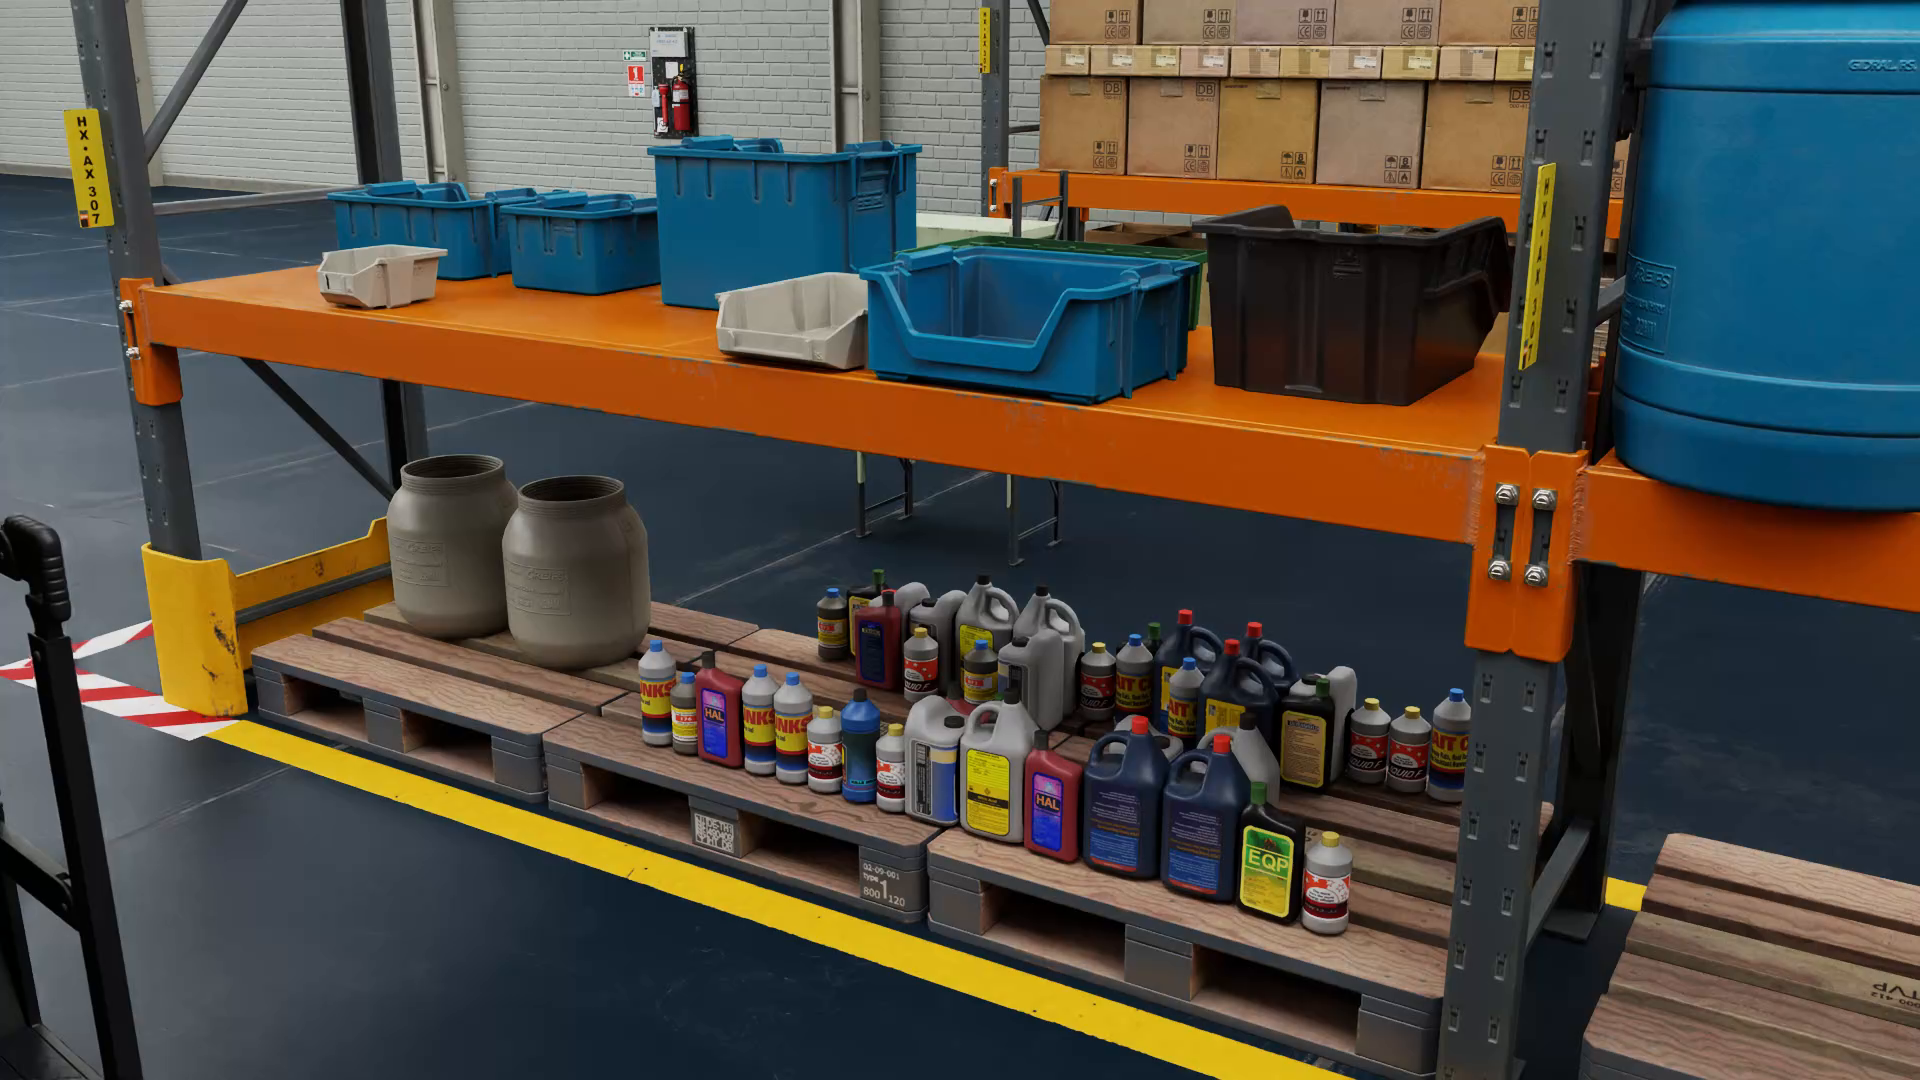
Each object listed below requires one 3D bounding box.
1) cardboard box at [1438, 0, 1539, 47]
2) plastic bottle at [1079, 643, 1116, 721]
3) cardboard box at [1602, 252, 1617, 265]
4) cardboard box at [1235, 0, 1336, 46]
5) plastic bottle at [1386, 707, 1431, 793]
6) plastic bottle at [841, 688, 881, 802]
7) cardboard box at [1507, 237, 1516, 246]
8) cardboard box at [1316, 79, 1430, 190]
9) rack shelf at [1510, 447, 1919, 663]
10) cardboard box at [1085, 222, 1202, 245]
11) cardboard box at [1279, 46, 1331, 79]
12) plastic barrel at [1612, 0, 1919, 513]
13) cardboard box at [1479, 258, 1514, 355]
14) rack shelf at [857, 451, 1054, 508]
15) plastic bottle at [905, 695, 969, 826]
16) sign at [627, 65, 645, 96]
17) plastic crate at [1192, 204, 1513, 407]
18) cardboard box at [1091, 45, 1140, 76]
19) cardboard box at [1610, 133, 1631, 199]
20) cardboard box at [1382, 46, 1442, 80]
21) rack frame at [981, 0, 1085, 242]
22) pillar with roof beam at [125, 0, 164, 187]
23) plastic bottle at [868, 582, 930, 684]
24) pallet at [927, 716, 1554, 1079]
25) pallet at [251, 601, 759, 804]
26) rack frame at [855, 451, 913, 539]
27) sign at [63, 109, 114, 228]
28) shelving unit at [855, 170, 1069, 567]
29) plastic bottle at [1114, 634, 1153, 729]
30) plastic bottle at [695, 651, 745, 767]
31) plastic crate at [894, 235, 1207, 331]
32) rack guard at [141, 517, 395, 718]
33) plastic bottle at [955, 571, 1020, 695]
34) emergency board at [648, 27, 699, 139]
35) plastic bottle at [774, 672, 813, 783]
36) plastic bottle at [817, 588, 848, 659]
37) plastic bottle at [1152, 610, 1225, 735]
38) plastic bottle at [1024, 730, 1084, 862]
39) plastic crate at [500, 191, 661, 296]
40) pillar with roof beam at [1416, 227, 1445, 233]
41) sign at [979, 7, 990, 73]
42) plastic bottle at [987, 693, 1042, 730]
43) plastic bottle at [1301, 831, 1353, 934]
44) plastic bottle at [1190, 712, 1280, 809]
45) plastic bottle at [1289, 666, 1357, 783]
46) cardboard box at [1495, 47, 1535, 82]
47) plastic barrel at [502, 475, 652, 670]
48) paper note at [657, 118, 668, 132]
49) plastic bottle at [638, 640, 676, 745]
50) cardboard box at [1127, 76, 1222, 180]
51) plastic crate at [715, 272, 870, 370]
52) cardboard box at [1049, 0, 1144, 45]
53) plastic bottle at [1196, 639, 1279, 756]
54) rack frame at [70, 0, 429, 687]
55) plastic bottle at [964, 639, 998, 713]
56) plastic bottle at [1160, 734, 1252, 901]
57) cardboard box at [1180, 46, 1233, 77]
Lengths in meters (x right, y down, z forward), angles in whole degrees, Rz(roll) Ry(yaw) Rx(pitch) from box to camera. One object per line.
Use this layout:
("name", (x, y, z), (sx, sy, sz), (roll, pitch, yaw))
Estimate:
("cardboard box", (2.593, -2.559, 7.741), (0.500, 0.500, 0.700), (10, 20, 30))
("plastic bottle", (0.376, 0.380, 4.528), (0.097, 0.201, 0.097), (0, 17, 0))
("cardboard box", (3.170, -1.138, 8.185), (0.500, 0.500, 0.500), (10, 20, 30))
("cardboard box", (1.741, -2.712, 8.243), (0.500, 0.500, 0.700), (10, 20, 30))
("plastic bottle", (1.108, 0.510, 4.098), (0.097, 0.201, 0.097), (0, 17, 0))
("plastic bottle", (-0.240, 0.492, 4.038), (0.097, 0.271, 0.097), (0, 17, 0))
("cardboard box", (4.041, -2.217, 12.889), (0.500, 0.311, 0.500), (12, 21, 35))
("cardboard box", (2.135, -2.019, 8.195), (0.500, 0.500, 0.700), (11, 20, 32))
("rack shelf", (2.941, 0.203, 2.290), (4.000, 0.370, 1.077), (10, 20, 30))
("cardboard box", (1.036, -1.517, 9.431), (0.500, 0.500, 0.500), (10, 20, 30))
("cardboard box", (1.744, -2.330, 8.103), (0.250, 0.149, 0.380), (10, 19, 29))
("plastic barrel", (1.407, -0.552, 2.674), (0.708, 0.901, 0.600), (10, 20, 30))
("cardboard box", (2.474, -1.086, 8.015), (0.500, 0.500, 0.500), (10, 20, 30))
("rack shelf", (-0.006, -0.407, 6.761), (0.720, 0.370, 0.431), (10, 20, 30))
("plastic bottle", (-0.038, 0.516, 3.949), (0.135, 0.276, 0.152), (11, 20, 31))
("sign", (-3.554, -5.040, 18.252), (0.234, 0.329, 0.001), (10, 20, 30))
("plastic crate", (0.857, -0.527, 3.562), (0.504, 0.338, 0.767), (10, 20, 30))
("cardboard box", (0.871, -2.486, 8.616), (0.250, 0.149, 0.380), (10, 19, 29))
("cardboard box", (2.998, -1.864, 7.686), (0.500, 0.500, 0.700), (10, 20, 29))
("cardboard box", (2.179, -2.252, 7.844), (0.250, 0.149, 0.380), (11, 20, 32))
("rack frame", (0.423, -2.280, 9.227), (0.127, 3.000, 1.000), (10, 20, 30))
("pillar with roof beam", (-13.529, -8.158, 18.254), (0.400, 9.000, 9.100), (10, 20, 30))
("plastic bottle", (-0.177, 0.255, 4.812), (0.135, 0.276, 0.152), (10, 20, 30))
("pallet", (0.686, 0.776, 3.963), (1.213, 0.211, 1.003), (10, 20, 30))
("pallet", (-1.393, 0.405, 5.185), (1.213, 0.211, 1.003), (10, 20, 30))
("rack frame", (-0.318, -0.774, 6.850), (0.023, 1.500, 0.400), (10, 20, 30))
("sign", (-2.464, -1.051, 4.704), (0.005, 0.325, 0.100), (10, 20, 30))
("shelving unit", (-0.006, -0.719, 6.667), (0.755, 1.500, 0.431), (10, 20, 30))
("plastic bottle", (0.460, 0.382, 4.400), (0.097, 0.271, 0.097), (0, 17, 0))
("plastic bottle", (-0.607, 0.427, 4.231), (0.133, 0.283, 0.061), (10, 20, 31))
("plastic crate", (0.227, -0.621, 4.128), (0.662, 0.188, 0.450), (10, 20, 30))
("rack guard", (-2.083, 0.142, 5.554), (0.348, 0.500, 1.175), (10, 20, 30))
("plastic bottle", (0.084, 0.264, 4.652), (0.185, 0.351, 0.144), (11, 20, 32))
("emergency board", (-3.137, -4.913, 17.896), (0.643, 1.169, 0.194), (10, 20, 30))
("plastic bottle", (-0.413, 0.461, 4.139), (0.097, 0.271, 0.097), (0, 17, 0))
("plastic bottle", (-0.378, 0.245, 4.971), (0.097, 0.201, 0.097), (0, 17, 0))
("plastic bottle", (0.605, 0.357, 4.346), (0.185, 0.351, 0.144), (9, 19, 28))
("plastic bottle", (0.213, 0.573, 3.749), (0.133, 0.283, 0.061), (12, 20, 34))
("plastic crate", (-1.039, -0.881, 4.875), (0.408, 0.251, 0.499), (10, 20, 30))
("pillar with roof beam", (1.809, -5.420, 9.241), (0.400, 9.000, 9.100), (10, 20, 30))
("sign", (0.128, -2.596, 8.640), (0.005, 0.325, 0.100), (10, 20, 30))
("plastic bottle", (0.130, 0.509, 3.960), (0.133, 0.283, 0.061), (10, 20, 30))
("plastic bottle", (0.764, 0.705, 3.458), (0.097, 0.201, 0.097), (0, 17, 0))
("plastic bottle", (0.612, 0.549, 3.713), (0.185, 0.351, 0.144), (10, 20, 30))
("plastic bottle", (0.904, 0.448, 4.176), (0.135, 0.276, 0.152), (11, 20, 32))
("cardboard box", (2.622, -2.174, 7.588), (0.250, 0.149, 0.380), (10, 20, 30))
("plastic barrel", (-1.144, 0.093, 4.973), (0.421, 0.512, 0.421), (0, 17, 0))
("paper note", (-3.251, -4.536, 18.169), (0.142, 0.148, 0.016), (10, 20, 30))
("plastic bottle", (-0.790, 0.394, 4.361), (0.097, 0.271, 0.097), (0, 17, 0))
("cardboard box", (1.264, -2.175, 8.709), (0.500, 0.500, 0.700), (11, 20, 31))
("plastic crate", (-0.280, -0.504, 3.832), (0.437, 0.136, 0.530), (10, 20, 30))
("cardboard box", (0.860, -2.867, 8.753), (0.500, 0.500, 0.700), (10, 20, 30))
("plastic bottle", (0.690, 0.421, 4.133), (0.185, 0.351, 0.144), (10, 20, 30))
("rack frame", (-2.172, -1.054, 5.190), (0.127, 3.000, 1.000), (10, 20, 30))
("plastic bottle", (0.058, 0.372, 4.553), (0.097, 0.201, 0.097), (0, 17, 0))
("plastic bottle", (0.537, 0.585, 3.596), (0.185, 0.351, 0.144), (10, 19, 29))
("cardboard box", (1.297, -2.409, 8.362), (0.250, 0.149, 0.380), (10, 19, 29))
